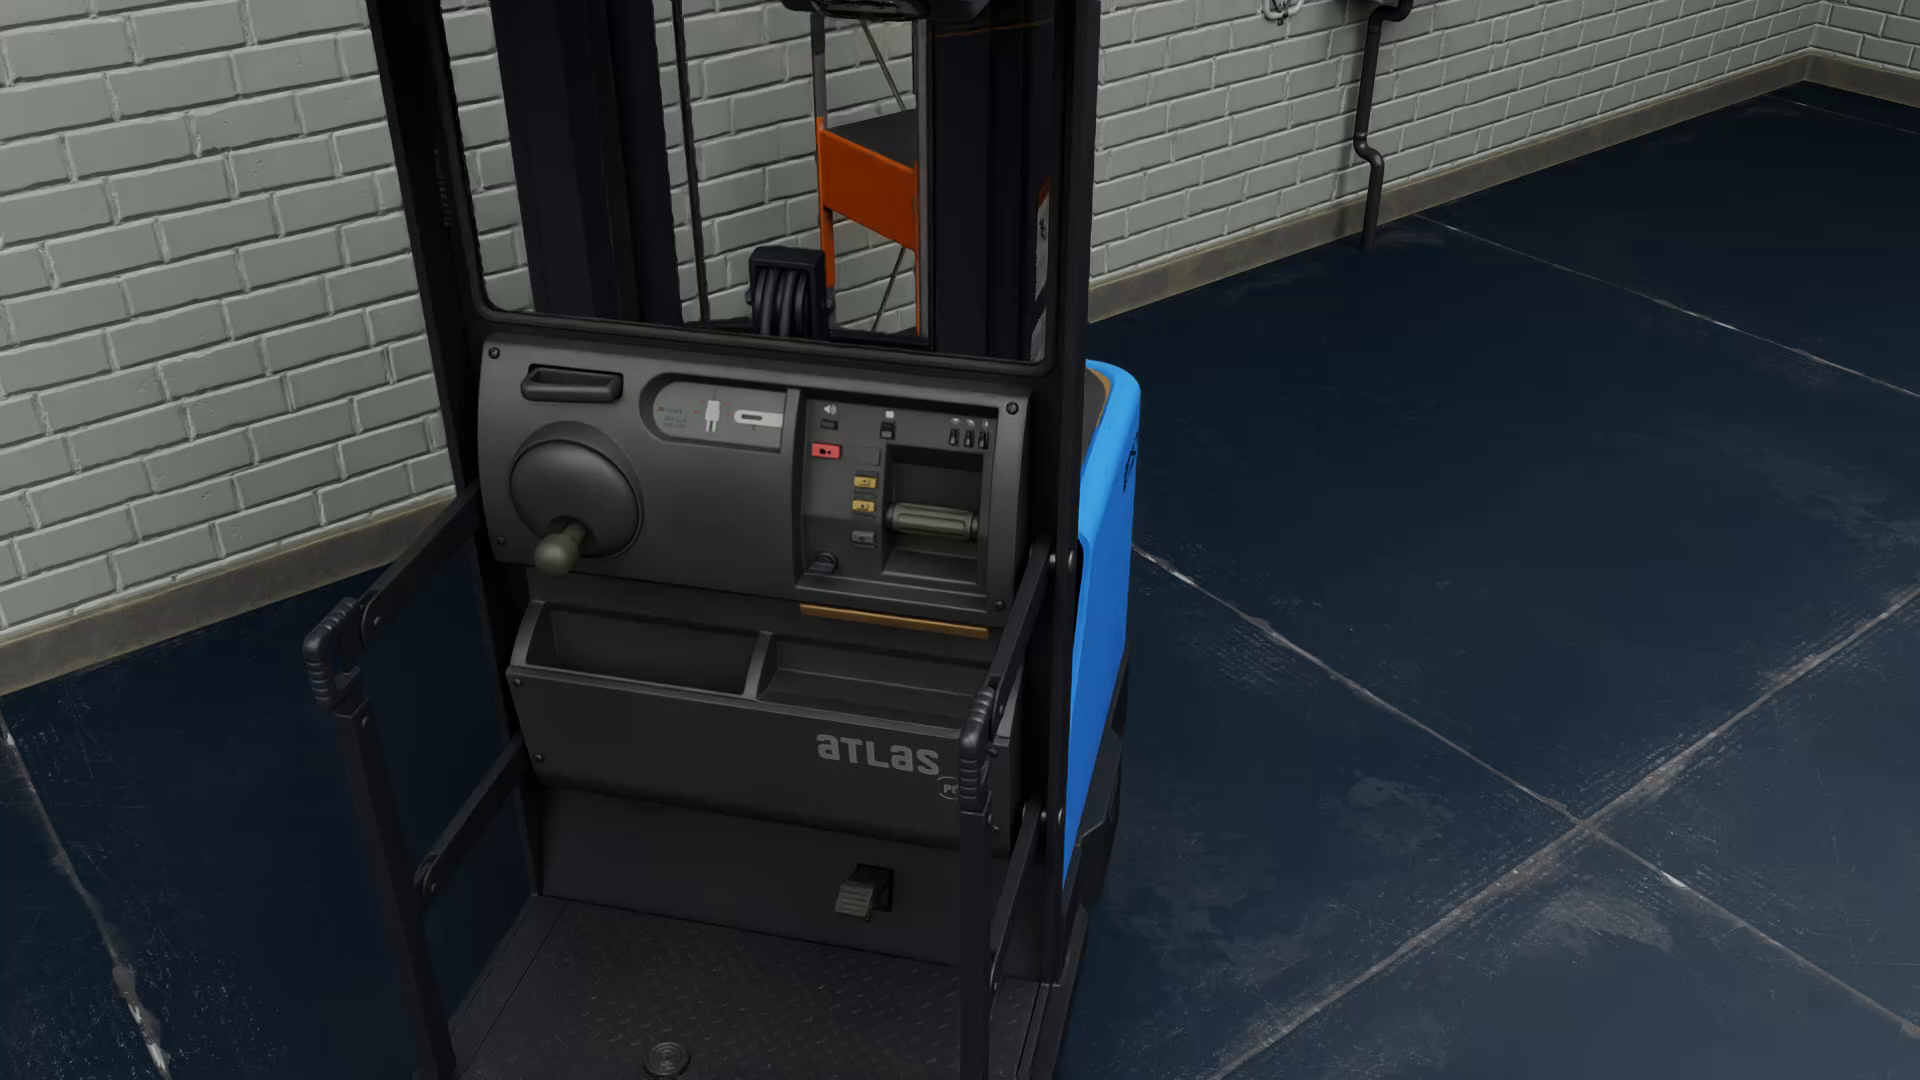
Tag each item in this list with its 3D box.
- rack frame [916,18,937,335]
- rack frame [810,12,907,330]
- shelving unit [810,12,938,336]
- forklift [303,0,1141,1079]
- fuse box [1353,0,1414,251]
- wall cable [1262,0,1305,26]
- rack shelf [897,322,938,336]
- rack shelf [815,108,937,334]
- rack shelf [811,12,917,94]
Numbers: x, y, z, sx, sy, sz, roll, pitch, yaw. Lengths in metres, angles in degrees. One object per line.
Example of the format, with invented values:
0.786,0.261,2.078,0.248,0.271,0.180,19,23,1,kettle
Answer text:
0.048,-0.859,4.643,0.400,2.100,0.015,-22,38,-31,rack frame
-0.251,-1.063,4.971,0.400,2.100,0.015,-22,38,-31,rack frame
-0.101,-0.961,4.807,0.431,2.100,0.503,-22,38,-31,shelving unit
-0.399,-0.048,2.549,1.130,2.935,3.031,7,33,11,forklift
1.826,-2.004,6.856,0.539,1.711,0.414,-22,38,-31,fuse box
1.191,-2.828,5.998,0.588,1.984,0.122,-22,38,-31,wall cable
-0.101,-0.355,5.184,0.431,0.518,0.480,-22,38,-31,rack shelf
-0.101,-0.949,4.814,0.431,0.518,0.480,-22,38,-31,rack shelf
-0.101,-1.544,4.445,0.431,0.518,0.480,-22,38,-31,rack shelf
